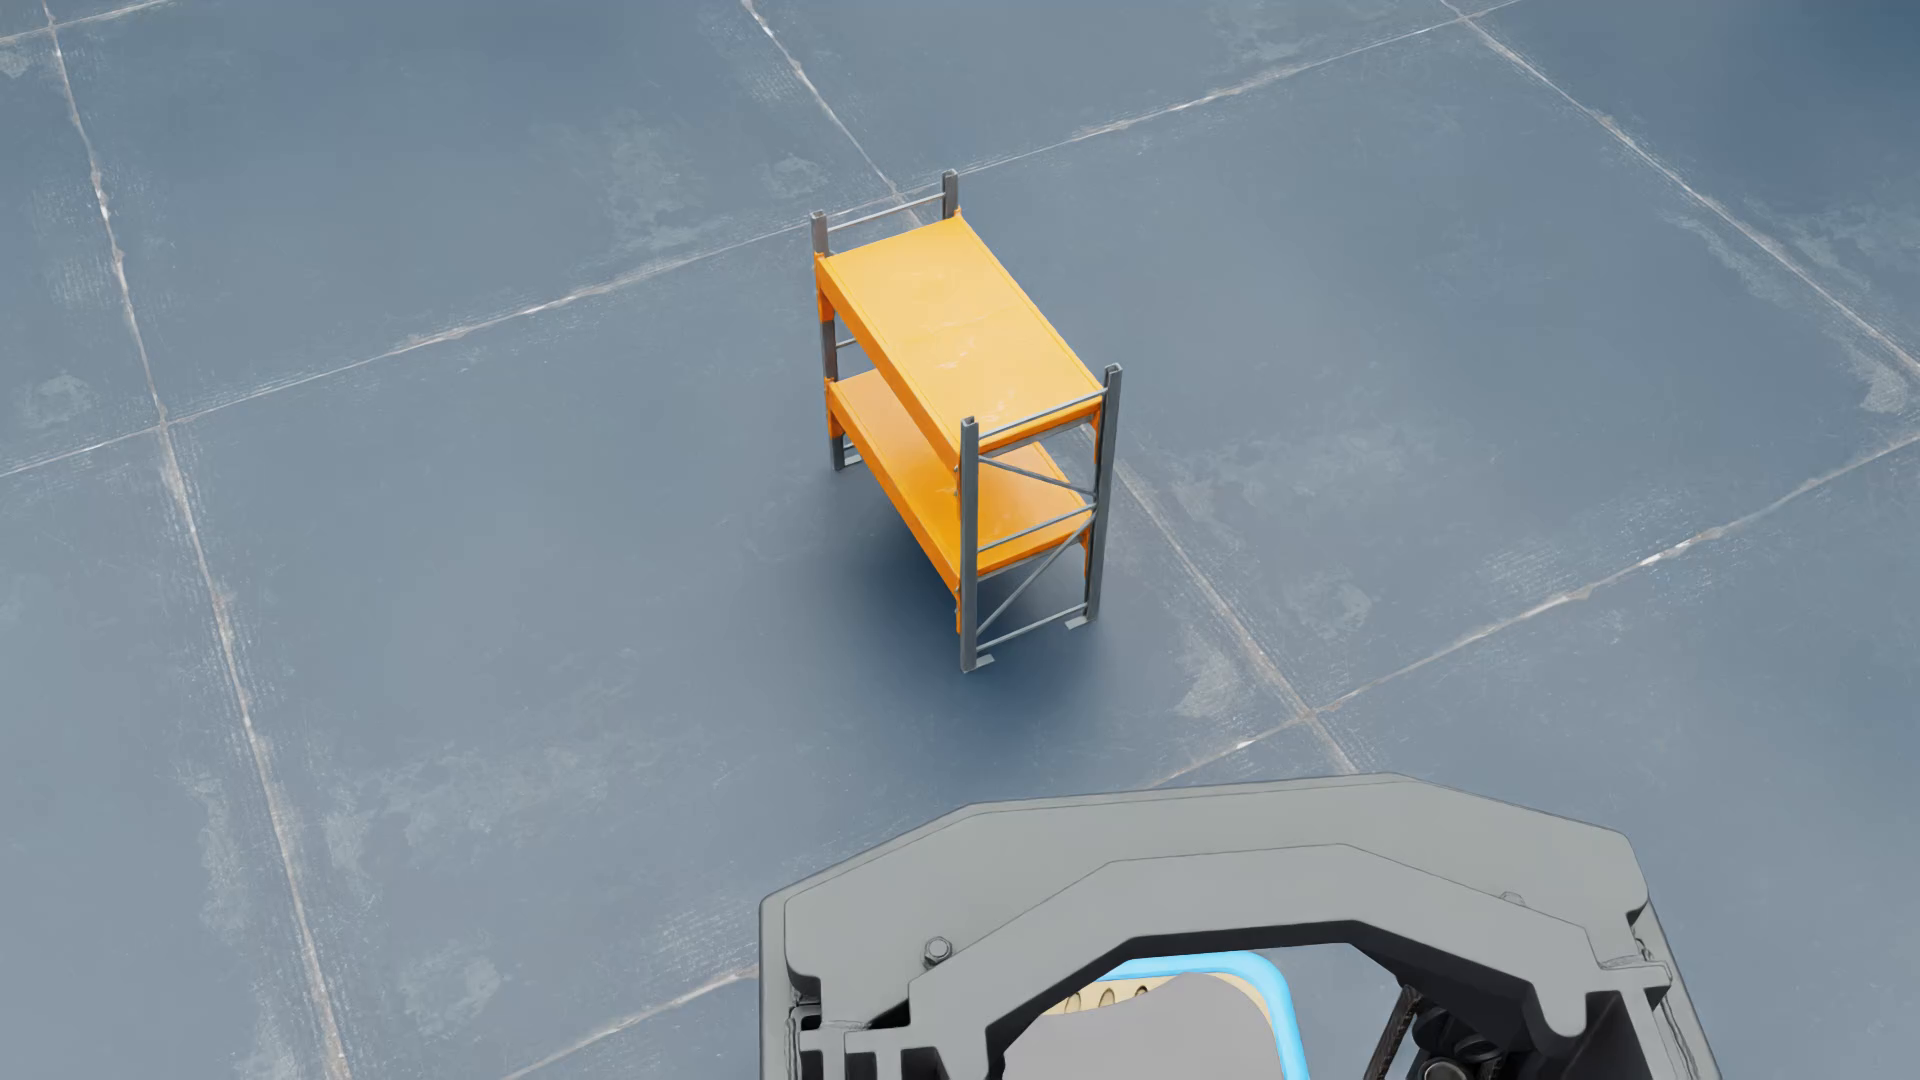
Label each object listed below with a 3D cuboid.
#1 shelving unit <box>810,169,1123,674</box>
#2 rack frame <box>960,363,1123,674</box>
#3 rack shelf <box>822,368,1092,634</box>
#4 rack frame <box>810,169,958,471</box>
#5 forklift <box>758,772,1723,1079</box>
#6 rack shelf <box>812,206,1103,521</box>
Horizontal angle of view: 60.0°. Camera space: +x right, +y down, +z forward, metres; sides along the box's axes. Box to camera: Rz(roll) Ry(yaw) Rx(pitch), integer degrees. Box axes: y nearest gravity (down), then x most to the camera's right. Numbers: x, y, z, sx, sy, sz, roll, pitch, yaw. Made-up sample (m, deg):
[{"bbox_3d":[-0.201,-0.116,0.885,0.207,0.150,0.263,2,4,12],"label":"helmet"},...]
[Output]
[{"bbox_3d":[-0.003,-0.375,5.331,0.538,1.125,1.048,-21,52,-18],"label":"shelving unit"},{"bbox_3d":[0.230,-0.035,5.033,0.500,1.125,0.032,-21,52,-18],"label":"rack frame"},{"bbox_3d":[-0.003,-0.214,5.515,0.538,0.278,1.000,-21,52,-18],"label":"rack shelf"},{"bbox_3d":[-0.236,-0.715,5.628,0.500,1.125,0.032,-21,52,-18],"label":"rack frame"},{"bbox_3d":[0.314,1.758,2.266,1.130,2.935,3.031,-4,49,-3],"label":"forklift"},{"bbox_3d":[-0.003,-0.568,5.110,0.538,0.278,1.000,-21,52,-18],"label":"rack shelf"}]
